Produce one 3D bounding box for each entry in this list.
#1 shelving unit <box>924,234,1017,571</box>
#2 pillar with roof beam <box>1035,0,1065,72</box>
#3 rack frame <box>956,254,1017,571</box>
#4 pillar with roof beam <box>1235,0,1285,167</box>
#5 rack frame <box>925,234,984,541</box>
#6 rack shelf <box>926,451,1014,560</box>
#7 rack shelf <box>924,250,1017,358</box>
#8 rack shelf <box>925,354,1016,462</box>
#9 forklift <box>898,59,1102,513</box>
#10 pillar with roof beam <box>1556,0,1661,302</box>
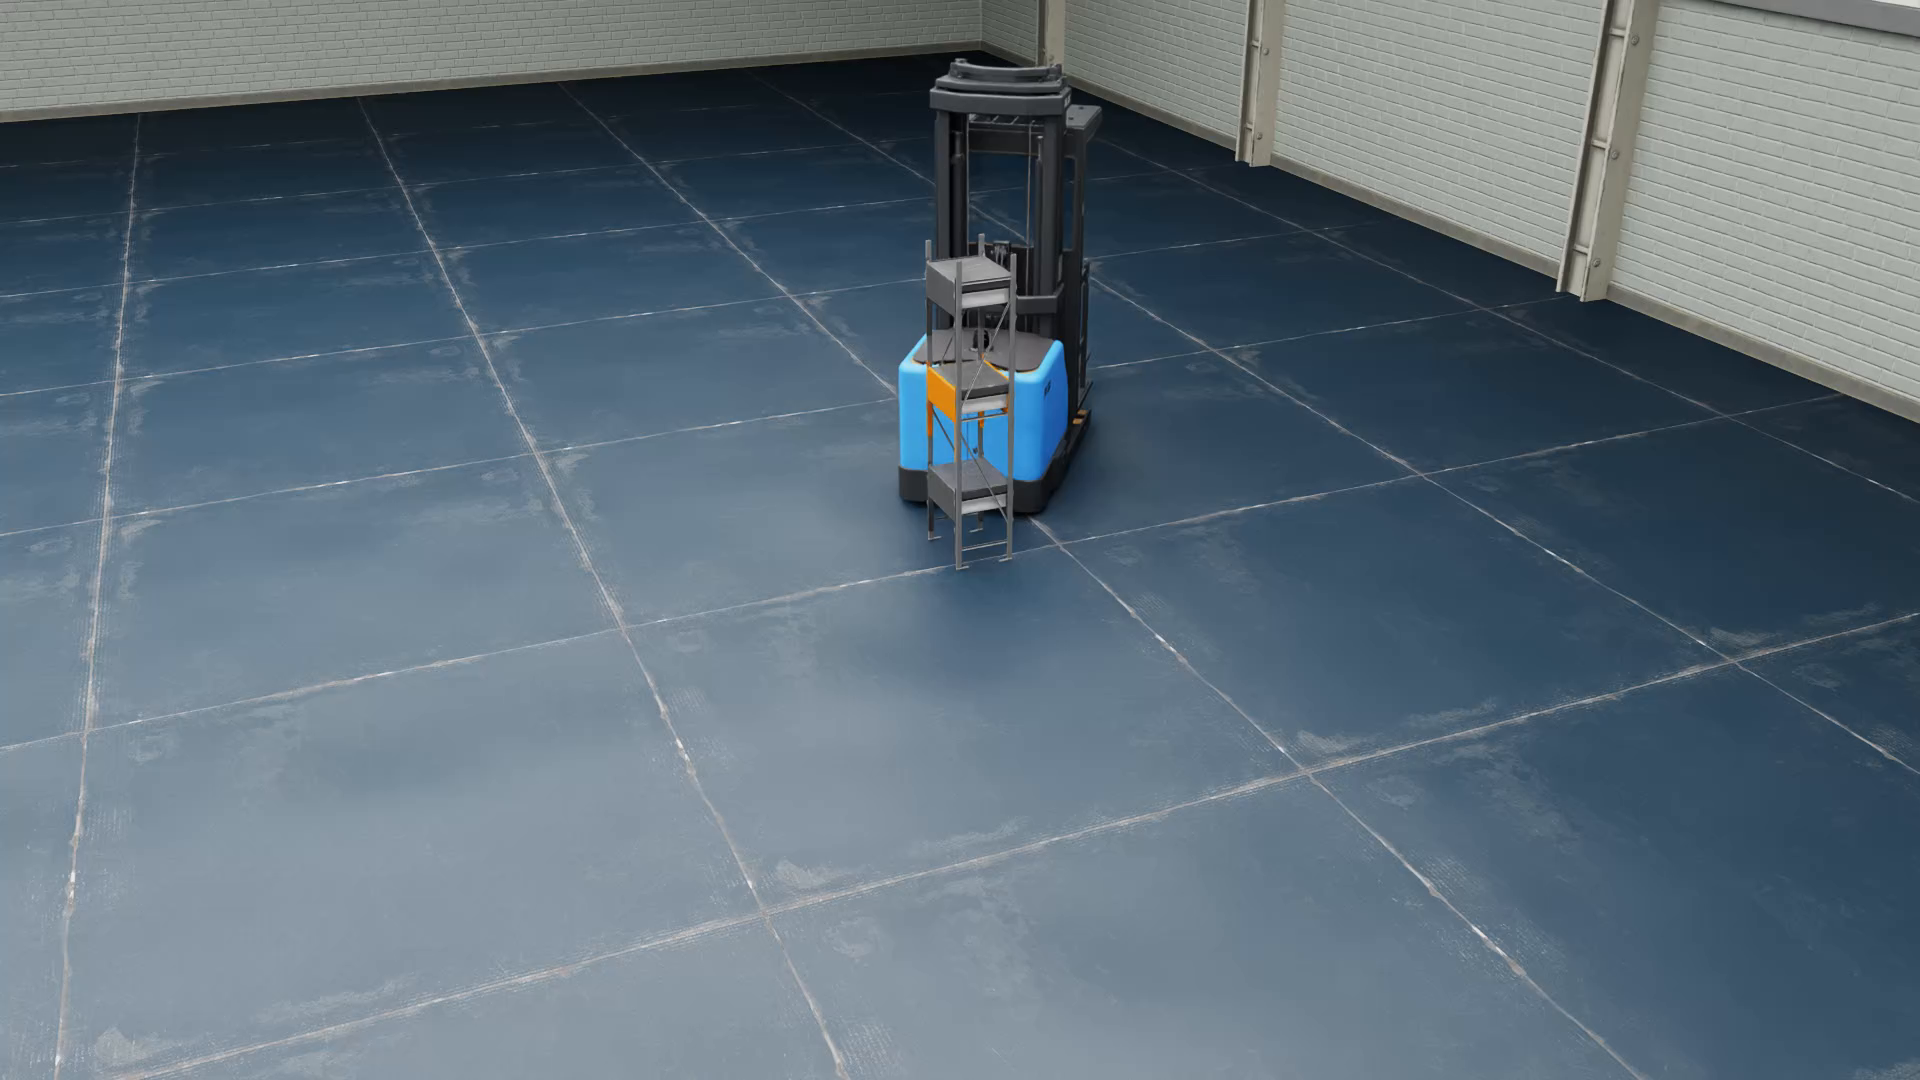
[{"bbox_3d":[0.065,-0.877,10.799,0.431,2.100,0.503,-11,28,-21],"label":"shelving unit"},{"bbox_3d":[-2.551,-10.563,22.774,9.100,9.000,0.400,-11,28,-21],"label":"pillar with roof beam"},{"bbox_3d":[0.160,-0.778,10.597,0.400,2.100,0.015,-11,28,-21],"label":"rack frame"},{"bbox_3d":[-0.202,-8.141,17.813,9.100,9.000,0.400,-11,28,-21],"label":"pillar with roof beam"},{"bbox_3d":[-0.031,-0.975,11.000,0.400,2.100,0.015,-11,28,-21],"label":"rack frame"},{"bbox_3d":[0.065,-0.235,11.112,0.431,0.518,0.480,-11,28,-21],"label":"rack shelf"},{"bbox_3d":[0.065,-1.493,10.497,0.431,0.518,0.480,-11,28,-21],"label":"rack shelf"},{"bbox_3d":[0.065,-0.864,10.805,0.431,0.518,0.480,-11,28,-21],"label":"rack shelf"},{"bbox_3d":[0.416,-2.133,12.424,1.130,2.935,3.031,6,27,13],"label":"forklift"},{"bbox_3d":[2.148,-5.719,12.852,9.100,9.000,0.400,-11,28,-21],"label":"pillar with roof beam"}]
